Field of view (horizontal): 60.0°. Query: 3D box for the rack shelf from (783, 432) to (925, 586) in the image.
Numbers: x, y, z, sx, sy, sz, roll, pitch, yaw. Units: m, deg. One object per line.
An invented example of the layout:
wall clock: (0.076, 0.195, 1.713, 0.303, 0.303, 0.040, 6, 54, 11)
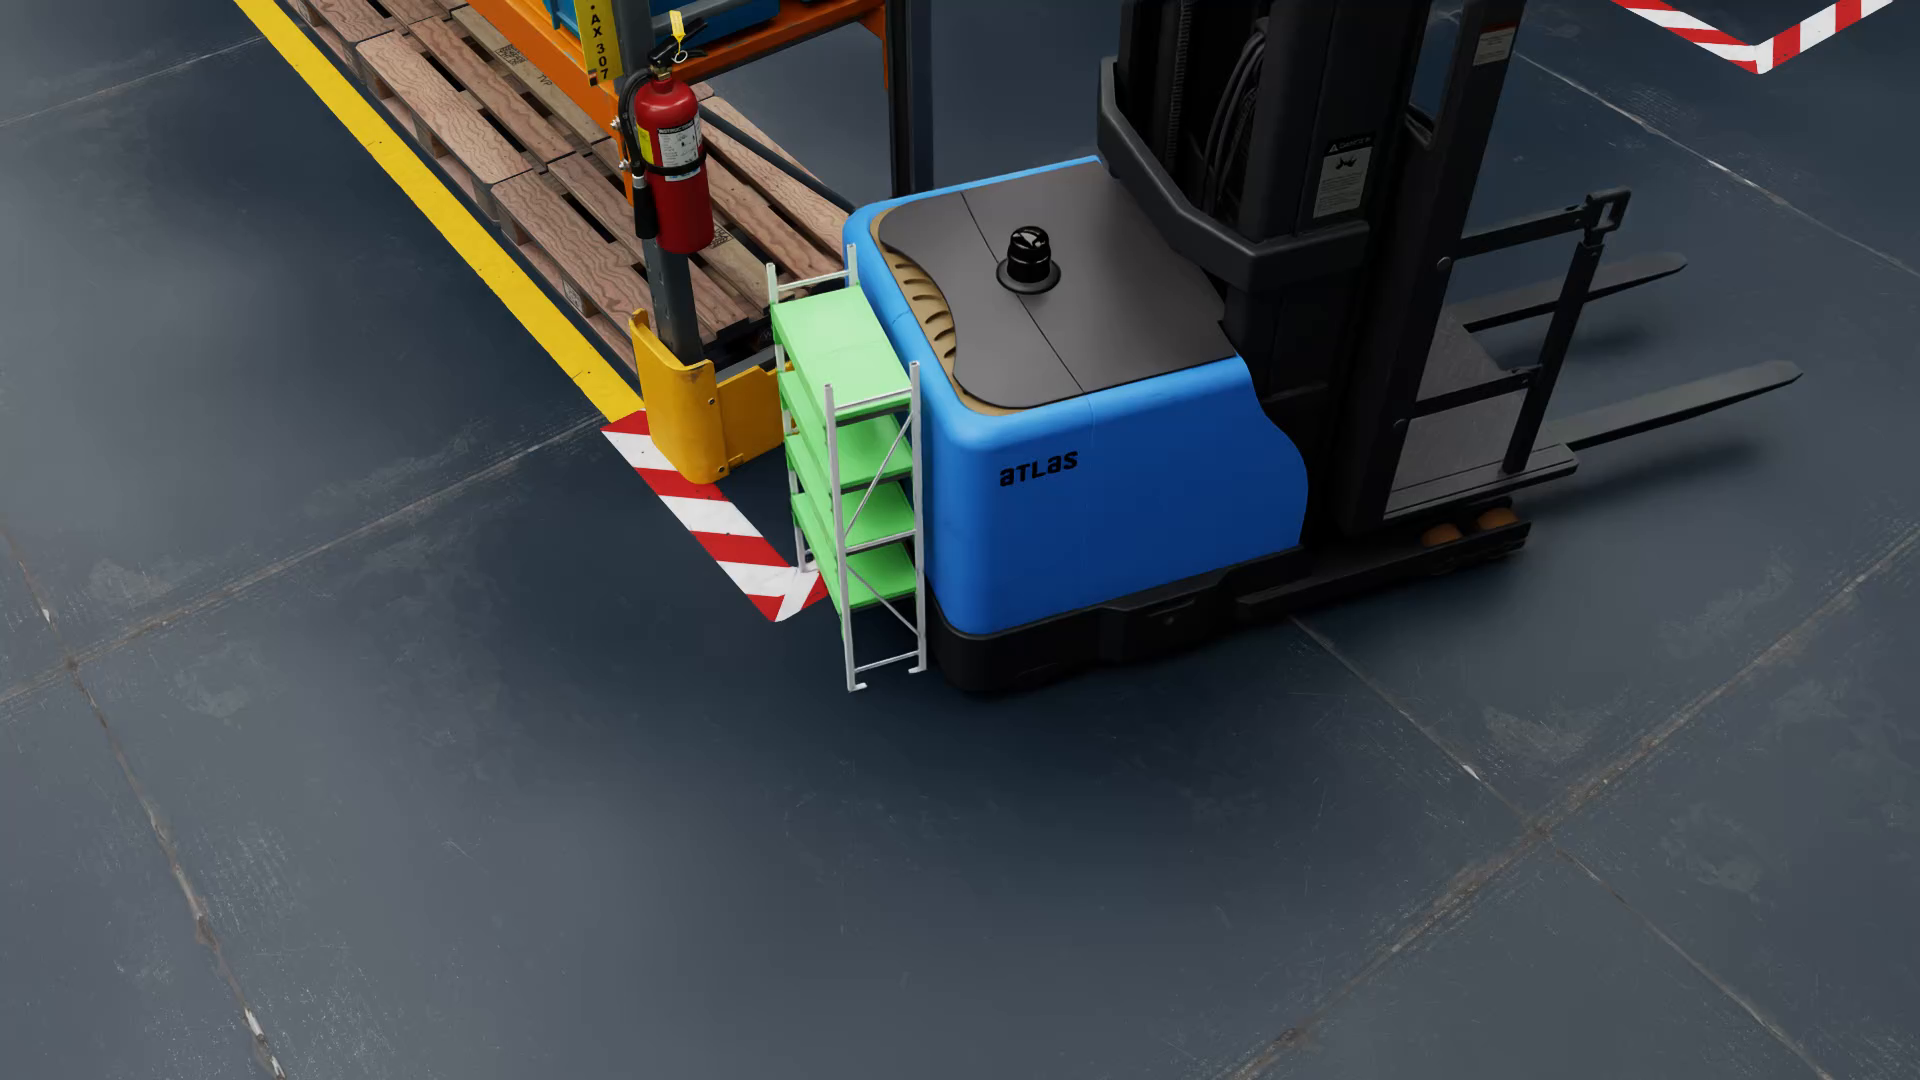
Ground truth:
rack shelf: (-0.299, -0.121, 4.636, 0.258, 0.148, 0.480, -16, 50, -14)

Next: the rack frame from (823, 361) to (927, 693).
rack frame: (-0.212, 0.005, 4.436, 0.240, 1.200, 0.015, -16, 50, -14)

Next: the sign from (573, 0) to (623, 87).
sign: (-0.945, -1.338, 4.328, 0.100, 0.325, 0.005, -29, 54, -24)

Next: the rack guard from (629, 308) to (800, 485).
rack guard: (-0.492, -0.691, 5.539, 1.175, 0.500, 0.348, -29, 54, -24)

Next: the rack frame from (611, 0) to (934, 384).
rack frame: (-0.517, -1.539, 4.621, 1.000, 3.000, 0.127, -29, 54, -24)

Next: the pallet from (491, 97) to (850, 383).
pallet: (-0.986, -1.106, 6.111, 1.003, 0.211, 1.213, -29, 54, -24)

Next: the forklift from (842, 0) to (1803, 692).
forklift: (1.229, -1.229, 4.386, 3.031, 2.935, 1.130, -15, 50, -13)

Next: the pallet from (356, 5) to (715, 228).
pallet: (-1.720, -1.825, 6.762, 1.003, 0.211, 1.213, -29, 54, -24)

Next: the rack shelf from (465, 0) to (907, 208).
rack shelf: (-1.728, -2.477, 5.957, 1.077, 0.370, 4.000, -29, 54, -24)

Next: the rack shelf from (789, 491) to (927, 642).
rack shelf: (-0.299, 0.040, 4.814, 0.258, 0.148, 0.480, -16, 50, -14)

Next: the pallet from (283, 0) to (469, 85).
pallet: (-2.463, -2.545, 7.415, 1.003, 0.211, 1.213, -29, 54, -24)

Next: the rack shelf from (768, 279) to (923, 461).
rack shelf: (-0.299, -0.444, 4.280, 0.258, 0.148, 0.480, -16, 50, -14)

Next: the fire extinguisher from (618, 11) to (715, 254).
fire extinguisher: (-0.788, -1.095, 4.522, 0.296, 0.674, 0.183, -29, 54, -24)

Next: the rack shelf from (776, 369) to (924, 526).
rack shelf: (-0.299, -0.282, 4.458, 0.258, 0.148, 0.480, -16, 50, -14)

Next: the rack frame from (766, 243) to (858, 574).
rack frame: (-0.385, -0.333, 4.742, 0.240, 1.200, 0.015, -16, 50, -14)

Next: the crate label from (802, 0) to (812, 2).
crate label: (-0.405, -1.797, 4.927, 0.416, 0.233, 0.303, -29, 54, -24)

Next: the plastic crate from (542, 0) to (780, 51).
plastic crate: (-0.869, -1.685, 4.689, 0.616, 0.435, 0.499, -29, 54, -24)

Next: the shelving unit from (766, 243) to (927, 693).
shelving unit: (-0.299, -0.164, 4.589, 0.258, 1.200, 0.503, -16, 50, -14)
